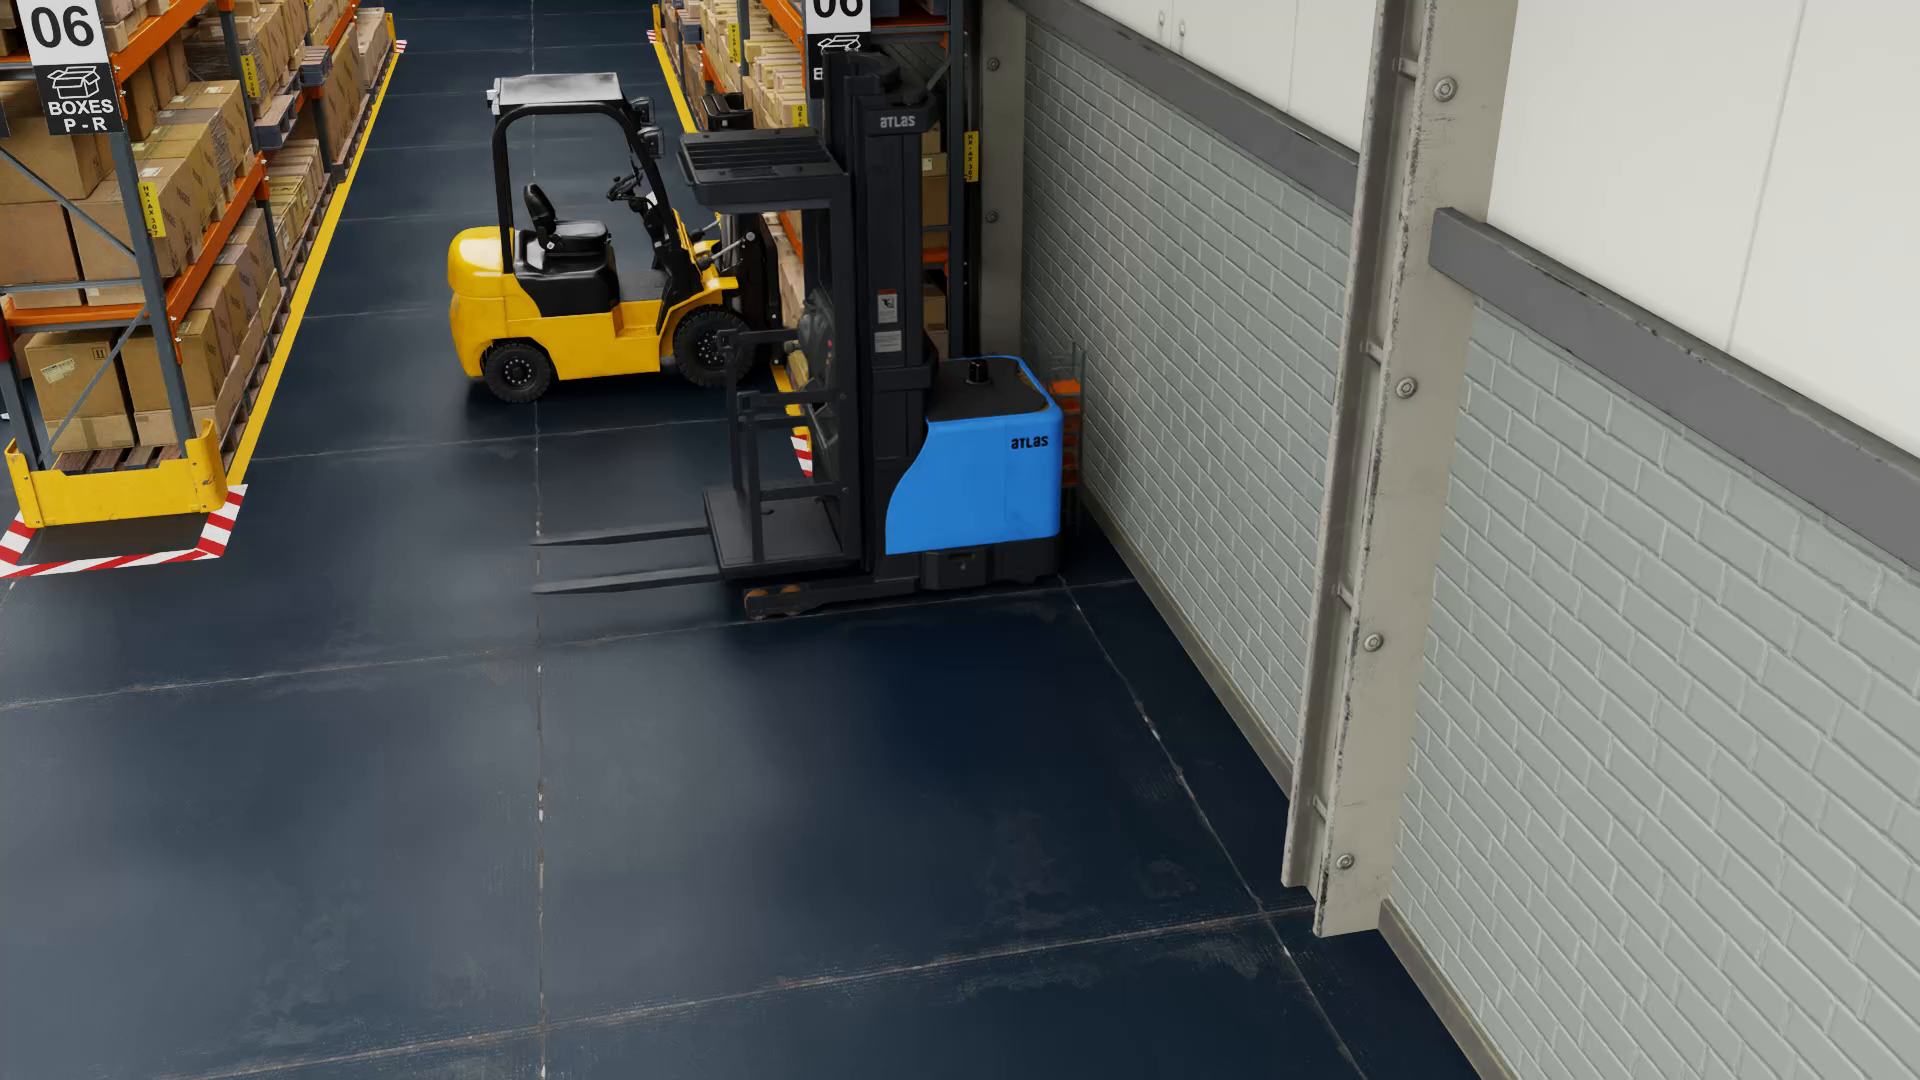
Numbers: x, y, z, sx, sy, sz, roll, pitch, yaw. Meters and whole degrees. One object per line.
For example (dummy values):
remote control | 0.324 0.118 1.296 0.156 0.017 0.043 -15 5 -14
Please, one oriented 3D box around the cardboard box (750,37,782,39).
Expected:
cardboard box | -1.743 -4.344 14.697 0.380 0.149 0.250 -6 27 -12

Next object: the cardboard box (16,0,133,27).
cardboard box | -5.162 -3.162 9.694 0.500 0.250 0.500 -6 27 -13

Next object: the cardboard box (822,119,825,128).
cardboard box | -0.845 -2.723 11.155 0.380 0.149 0.250 -6 27 -12

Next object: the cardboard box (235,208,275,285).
cardboard box | -5.814 -2.328 13.286 0.500 0.500 0.500 -6 27 -12

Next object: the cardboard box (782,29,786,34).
cardboard box | -1.480 -4.847 15.692 0.380 0.149 0.250 -6 27 -12

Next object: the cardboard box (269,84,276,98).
cardboard box | -6.229 -3.960 14.579 0.380 0.149 0.250 -6 27 -11

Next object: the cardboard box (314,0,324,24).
cardboard box | -7.100 -5.652 17.731 0.500 0.250 0.500 -5 27 -10

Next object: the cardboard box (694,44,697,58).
cardboard box | -3.054 -6.002 20.401 0.380 0.149 0.250 -6 27 -12

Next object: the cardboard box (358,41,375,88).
cardboard box | -8.049 -6.108 21.399 0.875 0.438 0.875 -6 27 -12

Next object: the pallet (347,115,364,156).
pallet | -7.486 -4.665 19.258 1.003 0.211 1.213 -6 27 -12

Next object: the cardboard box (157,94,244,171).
cardboard box | -5.744 -3.048 12.518 0.500 0.500 0.500 -5 27 -10

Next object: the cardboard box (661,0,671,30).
cardboard box | -4.033 -7.834 24.747 0.797 0.503 0.637 -7 28 -14

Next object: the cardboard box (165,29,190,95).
cardboard box | -6.321 -3.674 12.650 0.700 0.500 0.500 -6 27 -12

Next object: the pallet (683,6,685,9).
pallet | -2.718 -6.295 19.606 1.003 0.211 1.213 -6 27 -12

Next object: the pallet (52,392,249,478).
pallet | -5.474 -0.658 11.320 1.003 0.211 1.213 -6 27 -12

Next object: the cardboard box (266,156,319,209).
cardboard box | -6.819 -3.464 16.234 0.950 0.372 0.625 -6 27 -13

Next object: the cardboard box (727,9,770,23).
cardboard box | -2.037 -5.022 16.039 0.380 0.149 0.250 -6 27 -12

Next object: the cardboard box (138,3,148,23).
cardboard box | -5.382 -3.363 10.535 0.380 0.149 0.250 -7 28 -13

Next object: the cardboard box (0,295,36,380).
cardboard box | -7.293 -1.542 12.748 0.500 0.500 0.500 13 30 24

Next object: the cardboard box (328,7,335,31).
cardboard box | -7.336 -5.866 18.709 0.500 0.250 0.500 -6 27 -12

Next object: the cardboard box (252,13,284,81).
cardboard box | -6.247 -4.304 14.540 0.500 0.500 0.500 -6 27 -12

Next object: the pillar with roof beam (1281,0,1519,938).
pillar with roof beam | -2.594 -2.019 4.264 9.100 9.000 0.400 -6 27 -12

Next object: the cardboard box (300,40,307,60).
cardboard box | -6.576 -4.760 16.165 0.380 0.149 0.250 -6 27 -12

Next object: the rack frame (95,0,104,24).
rack frame | -5.308 -4.188 8.560 1.000 3.000 0.127 -6 27 -12

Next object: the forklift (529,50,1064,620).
forklift | -0.976 -1.123 9.222 3.031 2.935 1.130 -6 27 -12

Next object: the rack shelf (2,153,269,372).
rack shelf | -5.758 -2.066 11.813 1.077 0.370 4.000 -6 27 -12

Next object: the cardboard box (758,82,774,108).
cardboard box | -1.372 -3.483 12.990 0.380 0.149 0.250 -6 27 -12

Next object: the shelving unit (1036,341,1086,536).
shelving unit | 0.599 -0.596 10.100 0.258 1.200 0.189 -7 28 -13

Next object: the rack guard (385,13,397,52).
rack guard | -8.919 -7.428 24.412 1.175 0.500 0.348 -6 27 -12

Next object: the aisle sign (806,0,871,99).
aisle sign | -0.744 -3.117 10.212 0.394 0.787 0.004 -6 27 -12

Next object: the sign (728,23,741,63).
sign | -1.901 -4.193 14.032 0.100 0.325 0.005 -6 27 -12

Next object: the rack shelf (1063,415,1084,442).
rack shelf | 0.599 -0.664 10.066 0.258 0.103 0.180 -7 28 -13

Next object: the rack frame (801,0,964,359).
rack frame | -0.473 -2.015 10.914 1.000 3.000 0.127 -6 27 -12

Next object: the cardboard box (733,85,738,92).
cardboard box | -1.742 -3.899 14.812 0.500 0.250 0.500 -5 27 -10

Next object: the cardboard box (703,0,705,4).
cardboard box | -2.491 -5.692 17.367 0.380 0.149 0.250 -5 27 -10

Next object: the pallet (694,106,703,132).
pallet | -2.678 -5.148 20.216 1.003 0.211 1.213 -6 27 -12

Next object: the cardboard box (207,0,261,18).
cardboard box | -6.316 -4.629 14.465 0.380 0.149 0.250 -4 27 -9

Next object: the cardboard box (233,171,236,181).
cardboard box | -5.794 -2.812 12.771 0.380 0.149 0.250 -6 27 -11

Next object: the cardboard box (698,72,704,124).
cardboard box | -2.803 -5.213 19.557 0.500 0.500 0.500 -5 27 -9

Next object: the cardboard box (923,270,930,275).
cardboard box | -0.513 -1.871 12.103 0.500 0.250 0.500 -6 27 -12

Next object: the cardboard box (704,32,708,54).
cardboard box | -2.414 -5.241 17.470 0.500 0.250 0.500 -6 27 -11

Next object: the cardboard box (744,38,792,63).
cardboard box | -1.591 -4.068 13.820 0.380 0.149 0.250 -5 27 -11

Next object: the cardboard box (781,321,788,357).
cardboard box | -1.093 -1.589 12.655 0.500 0.250 0.500 -6 27 -11

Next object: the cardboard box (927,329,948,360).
cardboard box | -0.376 -1.426 11.777 0.500 0.250 0.500 -5 27 -11

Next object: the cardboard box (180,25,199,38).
cardboard box | -6.650 -4.027 13.993 0.500 0.500 0.500 -6 27 -11

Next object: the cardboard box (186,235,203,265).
cardboard box | -5.247 -1.918 10.999 0.380 0.149 0.250 -6 27 -11

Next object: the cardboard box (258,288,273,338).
cardboard box | -5.684 -1.761 12.995 0.500 0.250 0.500 -7 28 -13

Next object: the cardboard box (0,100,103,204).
cardboard box | -5.636 -2.335 9.997 0.700 0.500 0.500 -7 28 -13

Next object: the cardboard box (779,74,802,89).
cardboard box | -1.150 -3.403 12.502 0.380 0.149 0.250 -6 27 -11

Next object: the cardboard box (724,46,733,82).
cardboard box | -1.857 -4.342 15.135 0.500 0.250 0.500 -7 28 -13

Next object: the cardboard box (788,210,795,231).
cardboard box | -0.947 -2.478 11.719 0.500 0.500 0.500 -5 27 -10
